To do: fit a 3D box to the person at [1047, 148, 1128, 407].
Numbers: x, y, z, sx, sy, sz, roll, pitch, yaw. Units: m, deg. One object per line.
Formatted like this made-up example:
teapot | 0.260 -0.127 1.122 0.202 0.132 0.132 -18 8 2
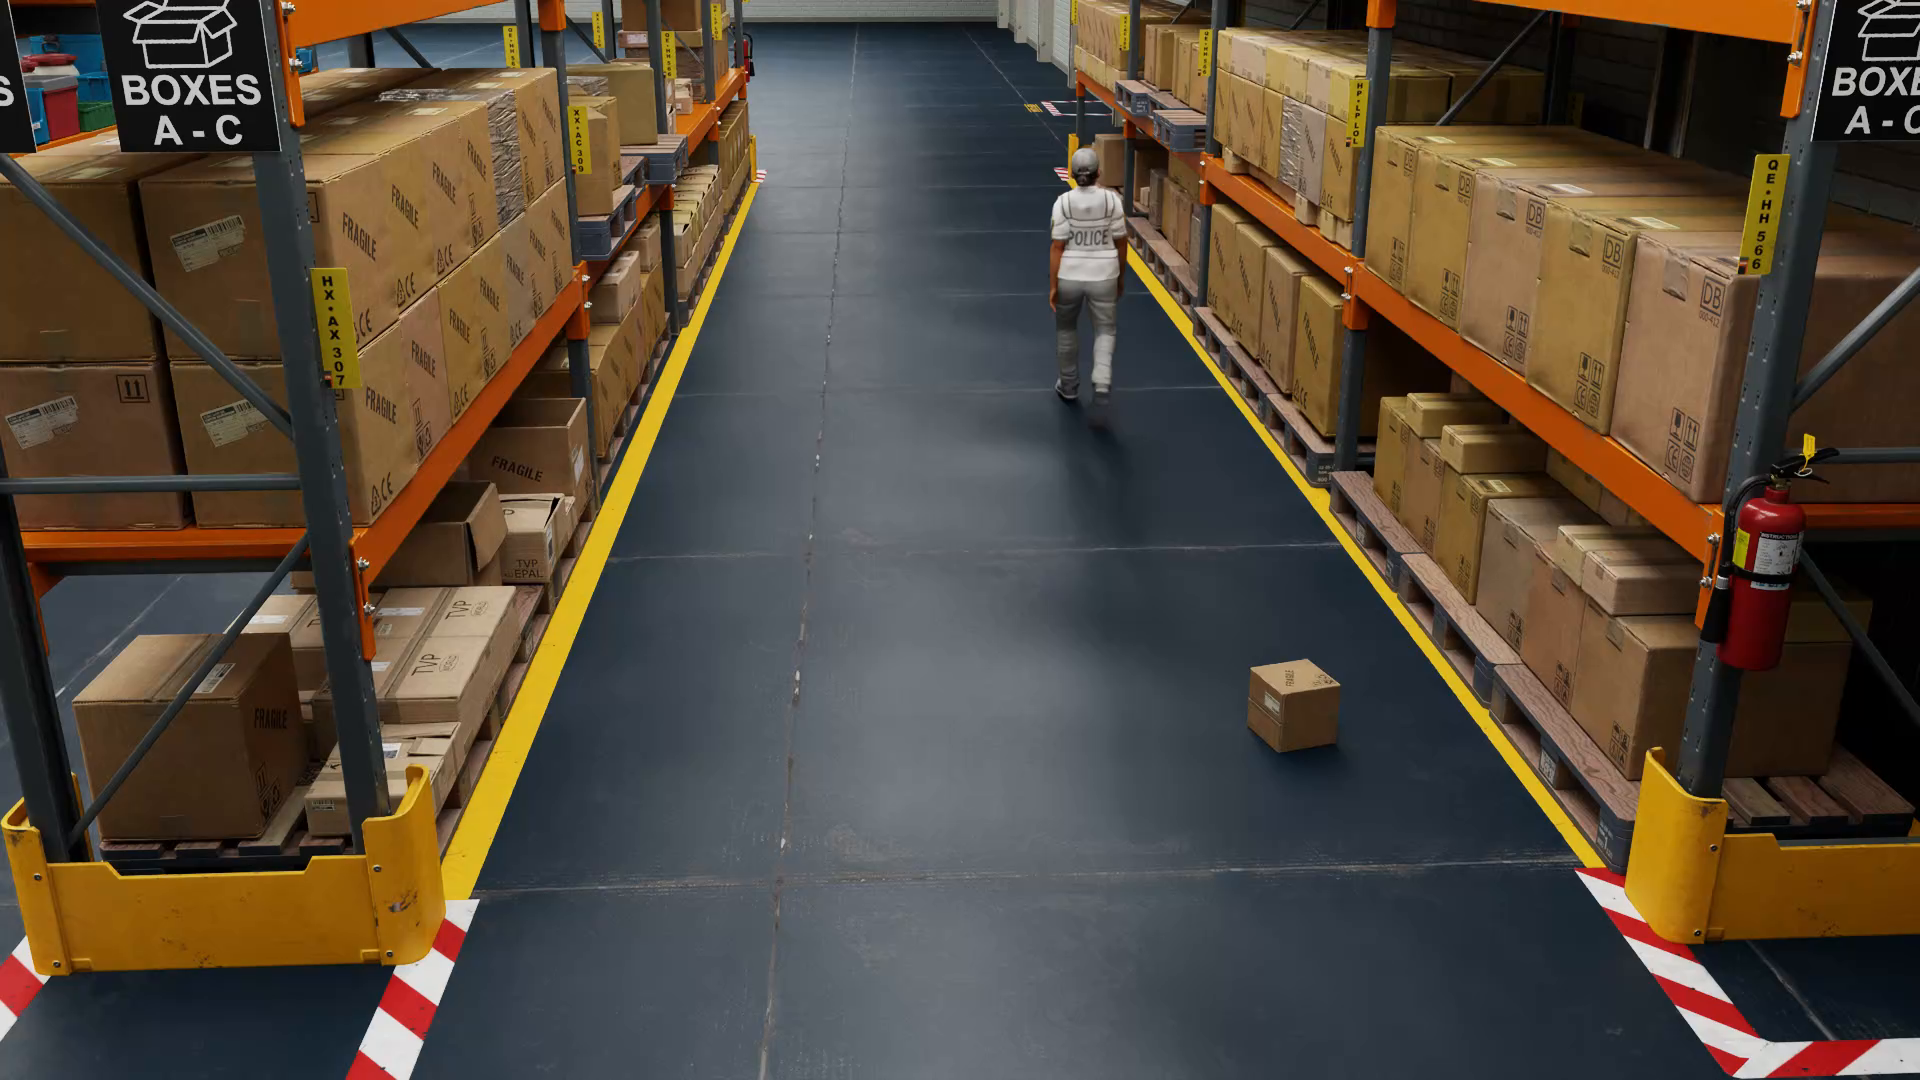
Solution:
person | 0.792 -1.618 10.378 0.496 1.625 0.892 1 21 2
